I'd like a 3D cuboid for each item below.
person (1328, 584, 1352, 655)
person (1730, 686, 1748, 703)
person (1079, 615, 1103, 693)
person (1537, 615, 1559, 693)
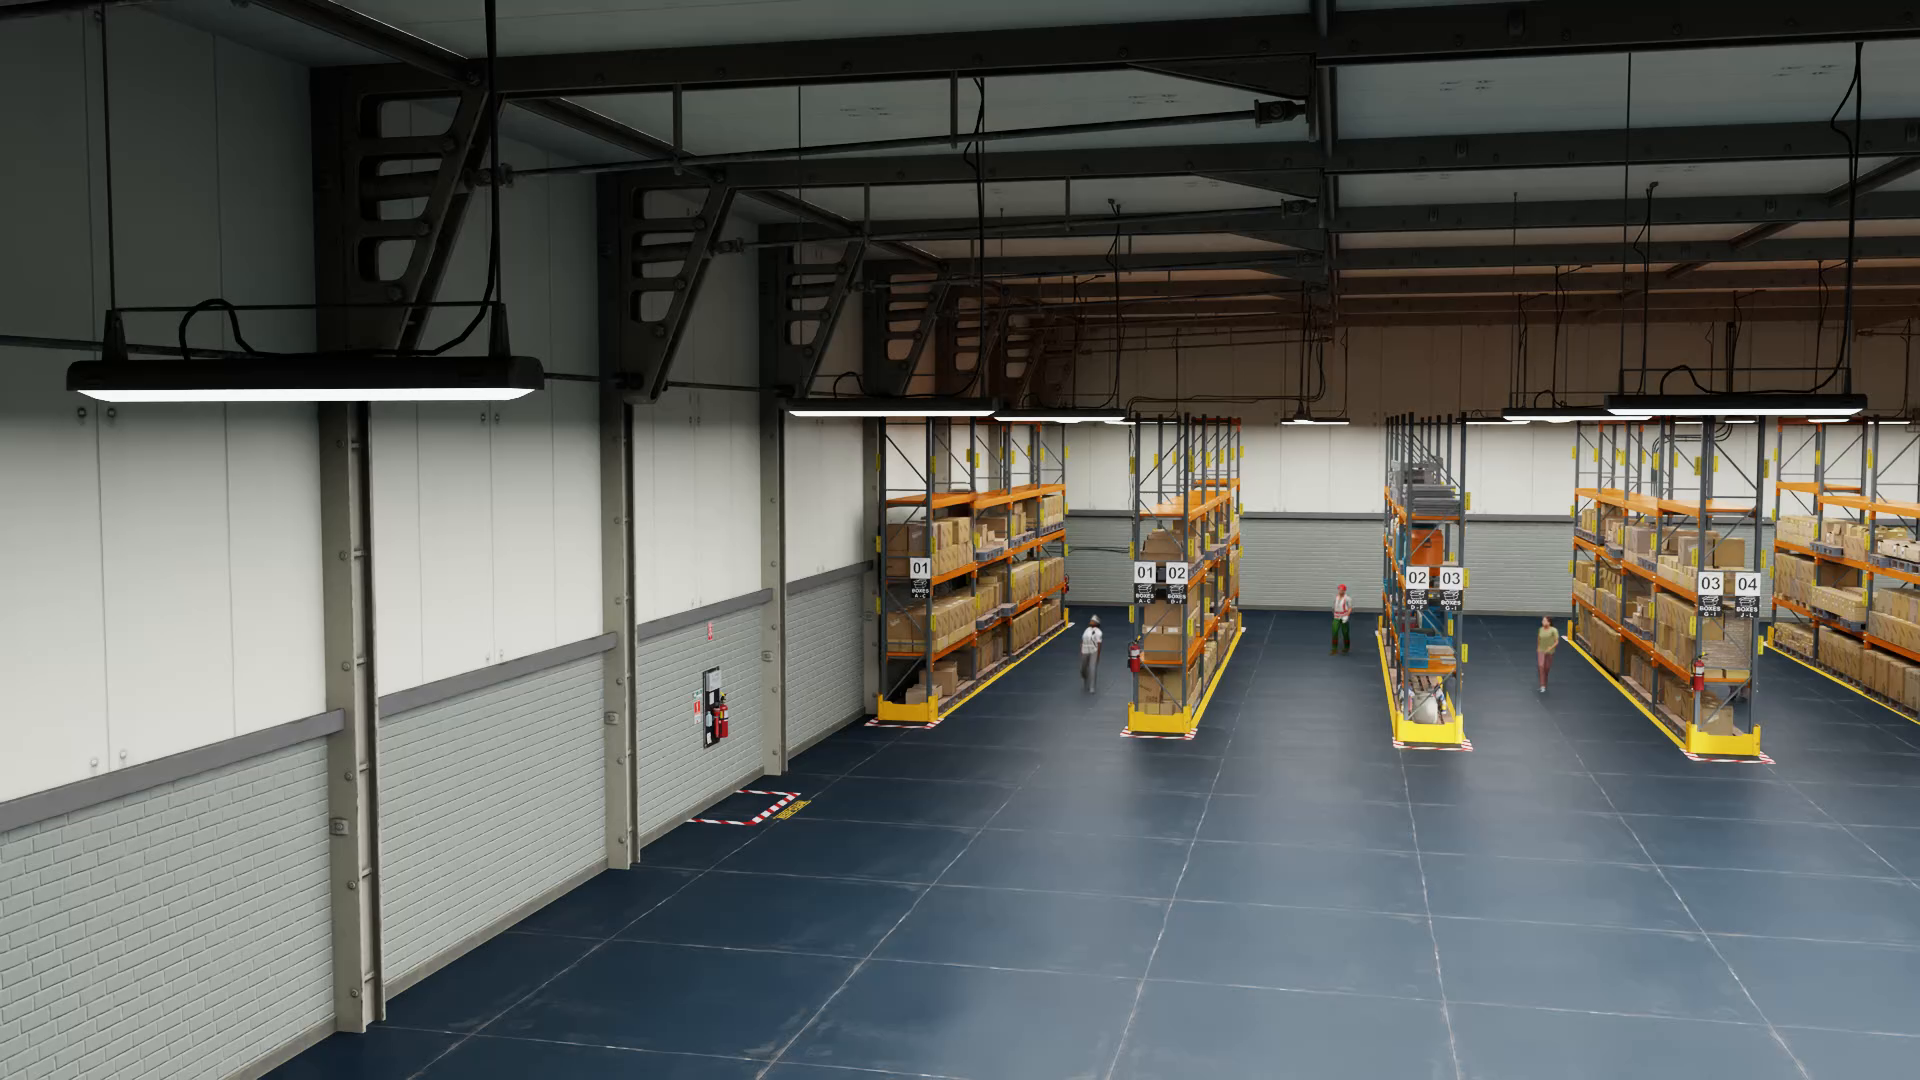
[{"bbox_3d":[9.639,1.996,41.928,0.532,1.763,0.898,2,4,29],"label":"person"},{"bbox_3d":[16.301,2.512,34.782,0.388,1.737,0.539,-2,4,-25],"label":"person"},{"bbox_3d":[2.834,2.445,36.036,0.512,1.655,0.665,1,4,10],"label":"person"},{"bbox_3d":[12.819,2.462,36.282,0.418,1.649,0.982,1,4,12],"label":"person"}]
